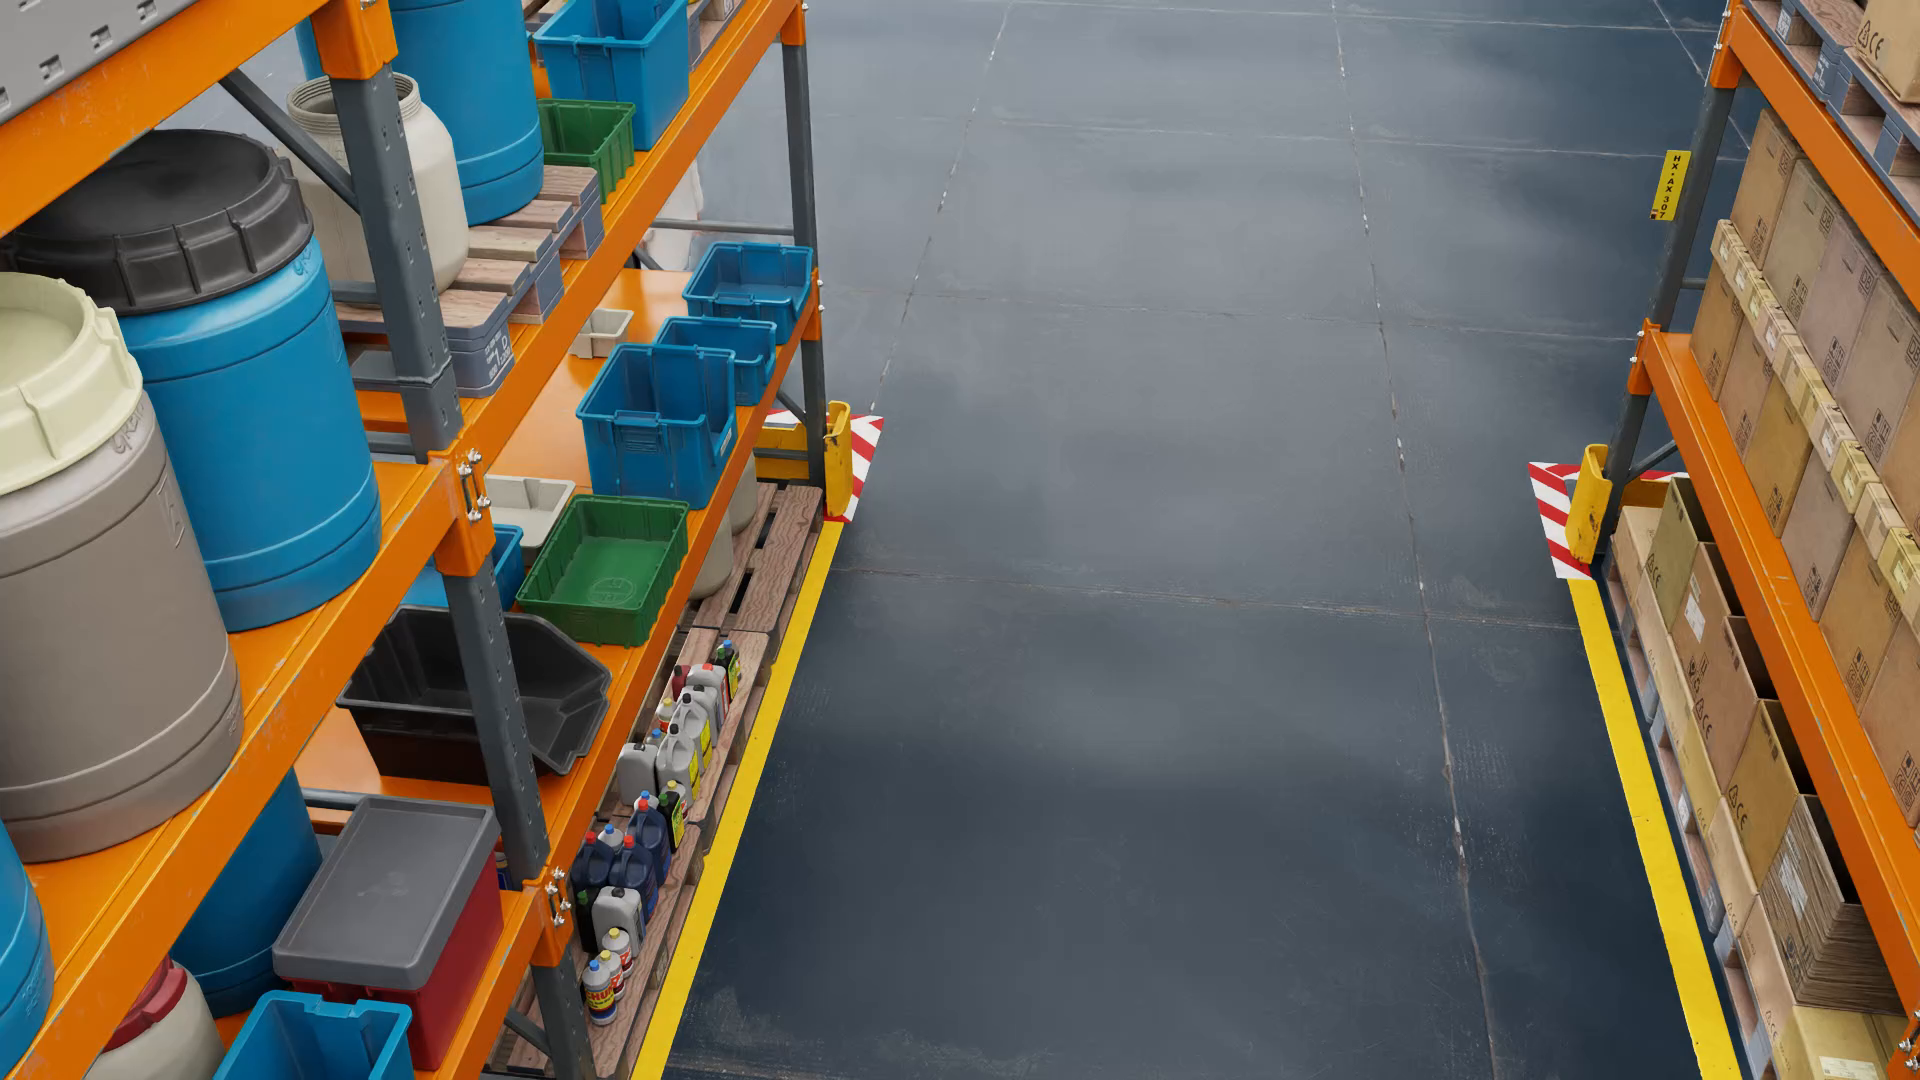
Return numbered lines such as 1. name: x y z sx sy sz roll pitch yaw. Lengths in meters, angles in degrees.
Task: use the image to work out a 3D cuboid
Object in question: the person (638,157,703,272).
1. person: -1.683 -1.832 9.578 0.873 1.754 0.625 9 37 13
